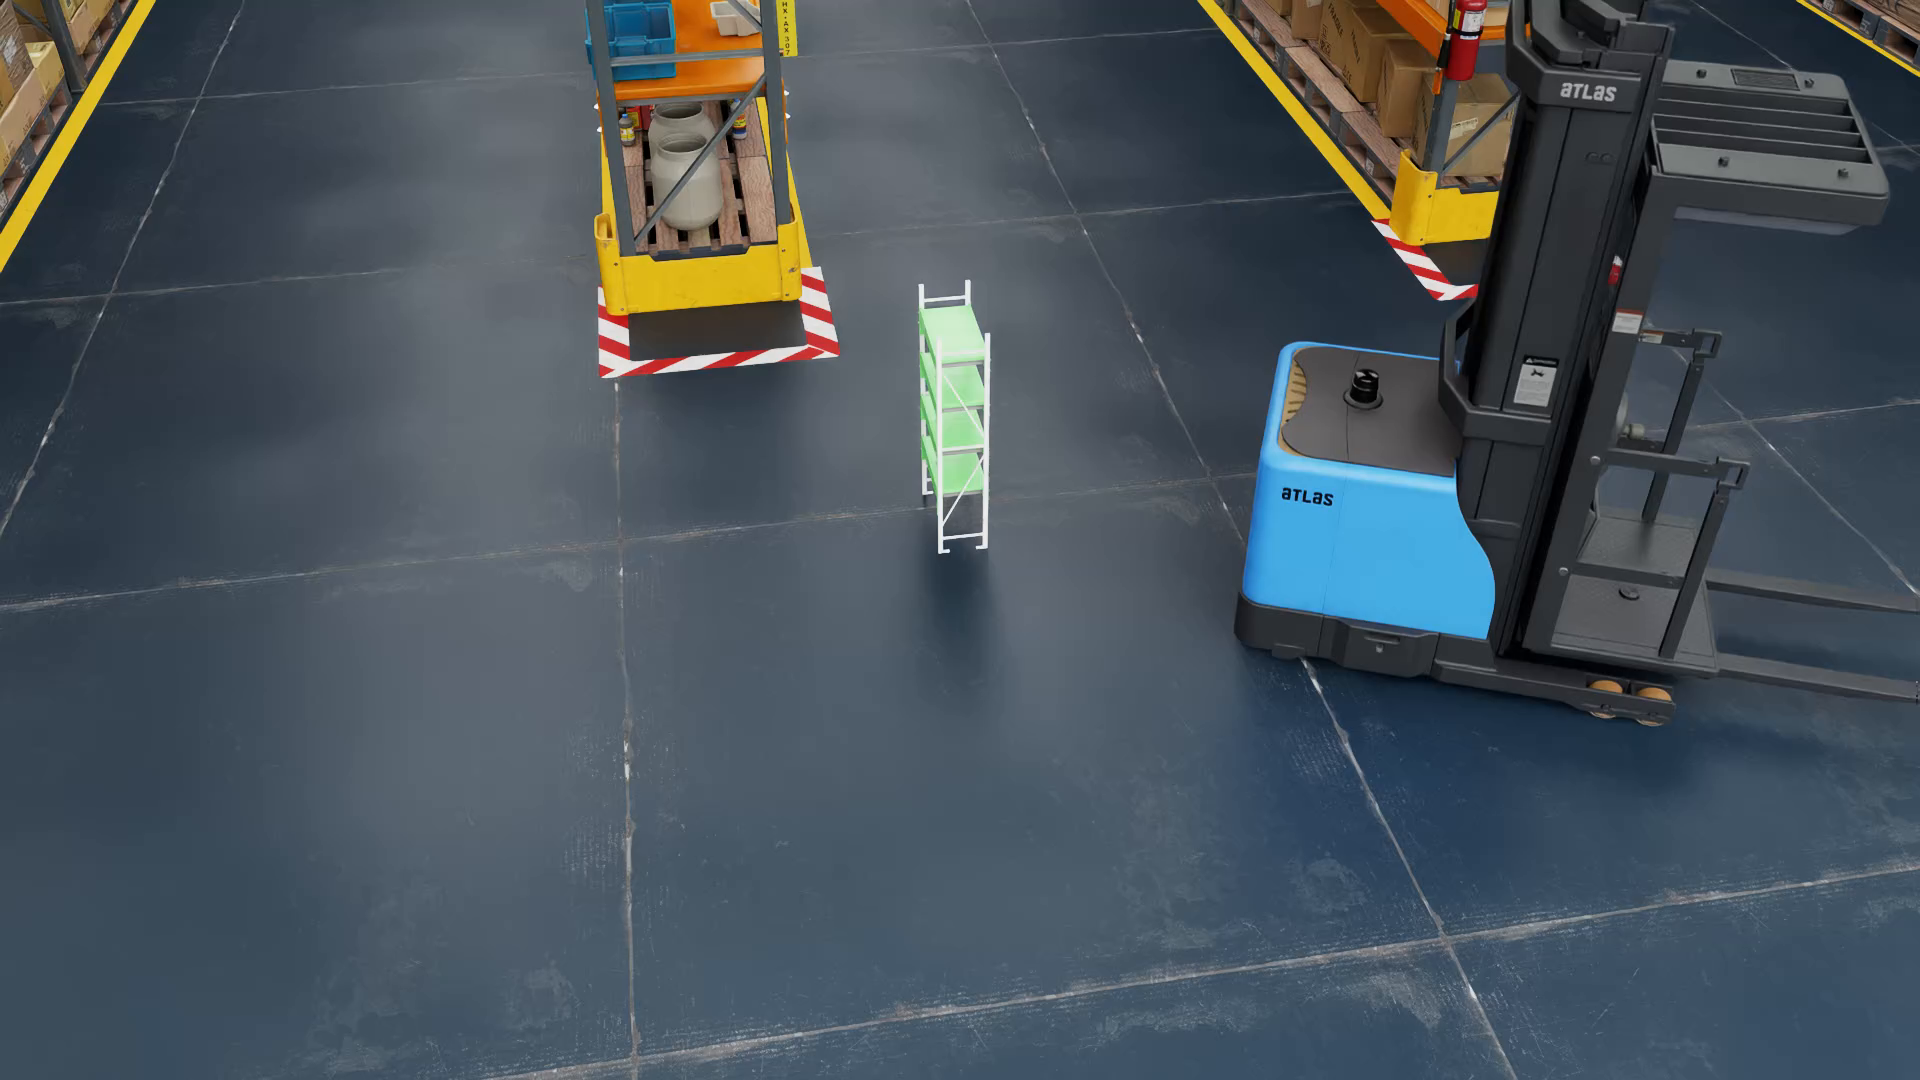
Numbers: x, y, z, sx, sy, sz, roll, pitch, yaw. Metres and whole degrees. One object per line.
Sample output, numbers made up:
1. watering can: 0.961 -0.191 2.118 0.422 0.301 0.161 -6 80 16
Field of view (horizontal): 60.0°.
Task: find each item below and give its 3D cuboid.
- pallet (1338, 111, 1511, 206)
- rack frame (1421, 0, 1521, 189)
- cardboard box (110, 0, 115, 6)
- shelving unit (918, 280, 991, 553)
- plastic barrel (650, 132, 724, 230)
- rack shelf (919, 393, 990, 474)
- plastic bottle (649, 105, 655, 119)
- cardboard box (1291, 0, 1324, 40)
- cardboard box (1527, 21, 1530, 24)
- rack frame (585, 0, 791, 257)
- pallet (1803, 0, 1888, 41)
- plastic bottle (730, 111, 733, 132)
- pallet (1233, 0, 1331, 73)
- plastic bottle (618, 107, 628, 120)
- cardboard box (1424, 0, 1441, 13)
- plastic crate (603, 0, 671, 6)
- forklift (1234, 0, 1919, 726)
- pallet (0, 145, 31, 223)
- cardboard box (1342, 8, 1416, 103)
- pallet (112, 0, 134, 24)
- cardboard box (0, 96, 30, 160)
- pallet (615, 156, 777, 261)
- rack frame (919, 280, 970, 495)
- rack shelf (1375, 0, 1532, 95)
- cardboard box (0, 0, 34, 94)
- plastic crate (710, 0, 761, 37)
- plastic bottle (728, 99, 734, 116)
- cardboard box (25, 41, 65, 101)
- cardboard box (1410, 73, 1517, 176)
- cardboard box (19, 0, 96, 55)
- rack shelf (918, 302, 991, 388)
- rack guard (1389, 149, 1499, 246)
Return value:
1. pallet: 3.266 -2.607 11.333 1.003 0.211 1.213 -6 38 -8
2. rack frame: 3.387 -3.167 9.782 1.000 3.000 0.127 -6 38 -8
3. cardboard box: -7.077 -4.492 13.386 0.500 0.250 0.500 -7 38 -9
4. shelving unit: -0.029 -0.574 7.911 0.258 1.200 0.503 -6 38 -8
5. plastic barrel: -1.680 -2.207 10.232 0.421 0.512 0.421 0 38 0
6. rack shelf: -0.029 -0.523 7.950 0.258 0.148 0.480 -6 38 -8
7. plastic bottle: -2.165 -3.029 11.526 0.097 0.201 0.097 0 38 0
8. cardboard box: 2.824 -4.171 12.769 0.500 0.500 0.500 5 38 7
9. cardboard box: 3.571 -3.266 10.114 0.380 0.149 0.250 -6 38 -8
10. rack frame: -1.490 -2.635 9.096 1.000 3.000 0.127 -6 38 -8
11. pallet: 7.643 -4.487 13.753 1.003 0.211 1.213 -6 38 -8
12. plastic bottle: -1.519 -2.894 11.353 0.097 0.201 0.097 0 38 0
13. pallet: 2.838 -4.080 13.230 1.003 0.211 1.213 -6 38 -8
14. plastic bottle: -2.282 -2.866 11.250 0.061 0.283 0.133 -5 38 -7
15. cardboard box: 3.090 -3.369 10.246 0.380 0.149 0.250 -6 38 -8
16. plastic crate: -1.980 -3.239 9.995 0.499 0.251 0.408 -6 38 -8
17. forklift: 2.809 -0.722 6.691 3.031 2.935 1.130 9 39 11
18. pallet: -6.753 -2.196 10.804 1.003 0.211 1.213 -6 38 -8
19. cardboard box: 3.064 -3.463 11.857 0.500 0.500 0.500 -3 38 -4
20. pallet: -7.453 -4.598 13.897 1.003 0.211 1.213 -6 38 -8
21. cardboard box: -6.592 -2.740 11.131 0.500 0.250 0.500 -6 38 -8
22. pallet: -1.686 -2.066 10.637 1.003 0.211 1.213 -6 38 -8
23. rack frame: -0.072 -0.721 8.100 0.240 1.200 0.015 -6 38 -8
24. rack shelf: 3.036 -4.091 11.558 1.077 0.370 4.000 -6 38 -8
25. cardboard box: -6.695 -3.336 11.287 0.500 0.500 0.500 -6 38 -8
26. plastic crate: -1.330 -3.106 9.917 0.298 0.136 0.250 -6 38 -8
27. plastic bottle: -1.561 -3.067 11.517 0.097 0.271 0.097 0 38 0
28. cardboard box: -6.772 -3.344 11.908 0.500 0.250 0.500 -6 38 -8
29. cardboard box: 3.294 -2.725 10.908 0.500 0.500 0.500 0 38 1
30. cardboard box: -6.895 -3.870 12.586 0.500 0.250 0.500 -7 38 -9
31. rack shelf: -0.029 -0.902 7.655 0.258 0.148 0.480 -6 38 -8
32. rack guard: 3.373 -2.226 10.608 1.175 0.500 0.348 -6 38 -8
